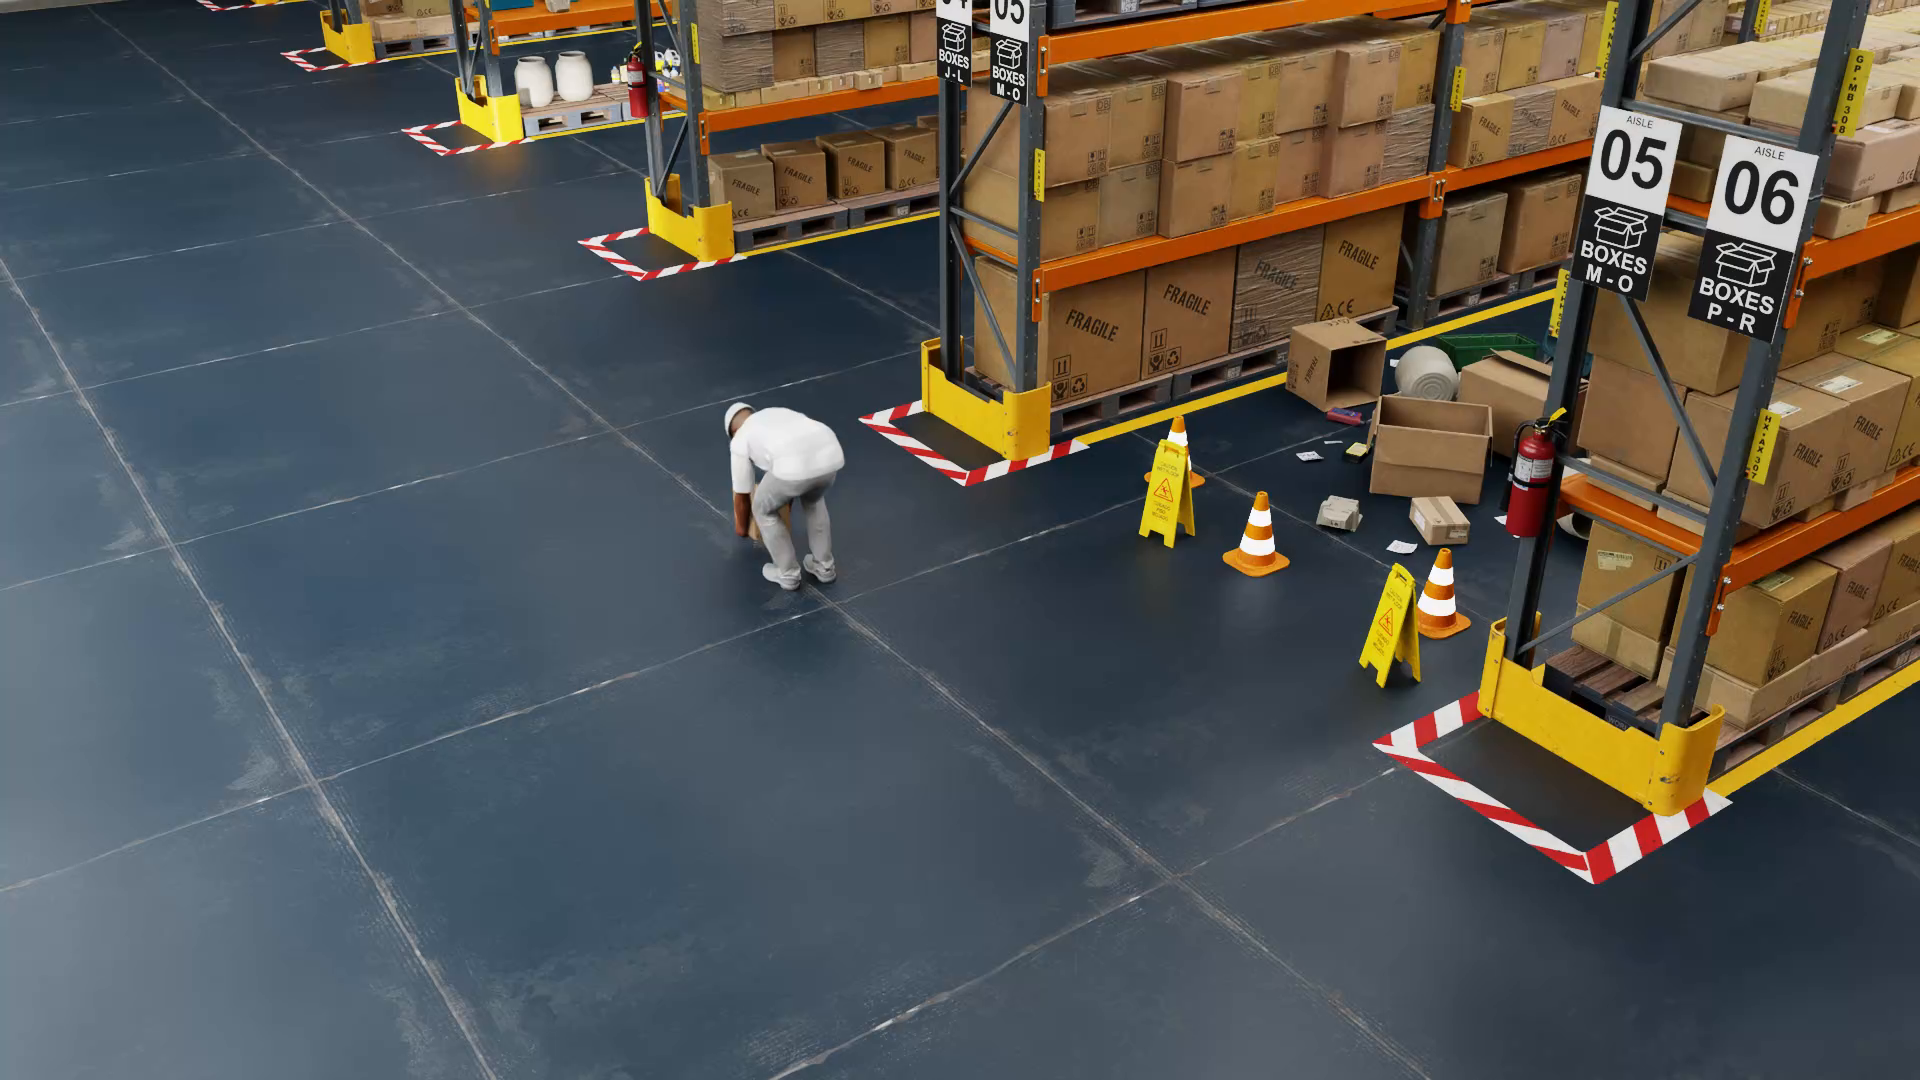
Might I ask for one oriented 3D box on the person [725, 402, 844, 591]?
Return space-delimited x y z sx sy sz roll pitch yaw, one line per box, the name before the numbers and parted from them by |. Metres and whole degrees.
person | -1.084 -0.299 9.905 0.489 1.043 0.980 -20 34 -33
